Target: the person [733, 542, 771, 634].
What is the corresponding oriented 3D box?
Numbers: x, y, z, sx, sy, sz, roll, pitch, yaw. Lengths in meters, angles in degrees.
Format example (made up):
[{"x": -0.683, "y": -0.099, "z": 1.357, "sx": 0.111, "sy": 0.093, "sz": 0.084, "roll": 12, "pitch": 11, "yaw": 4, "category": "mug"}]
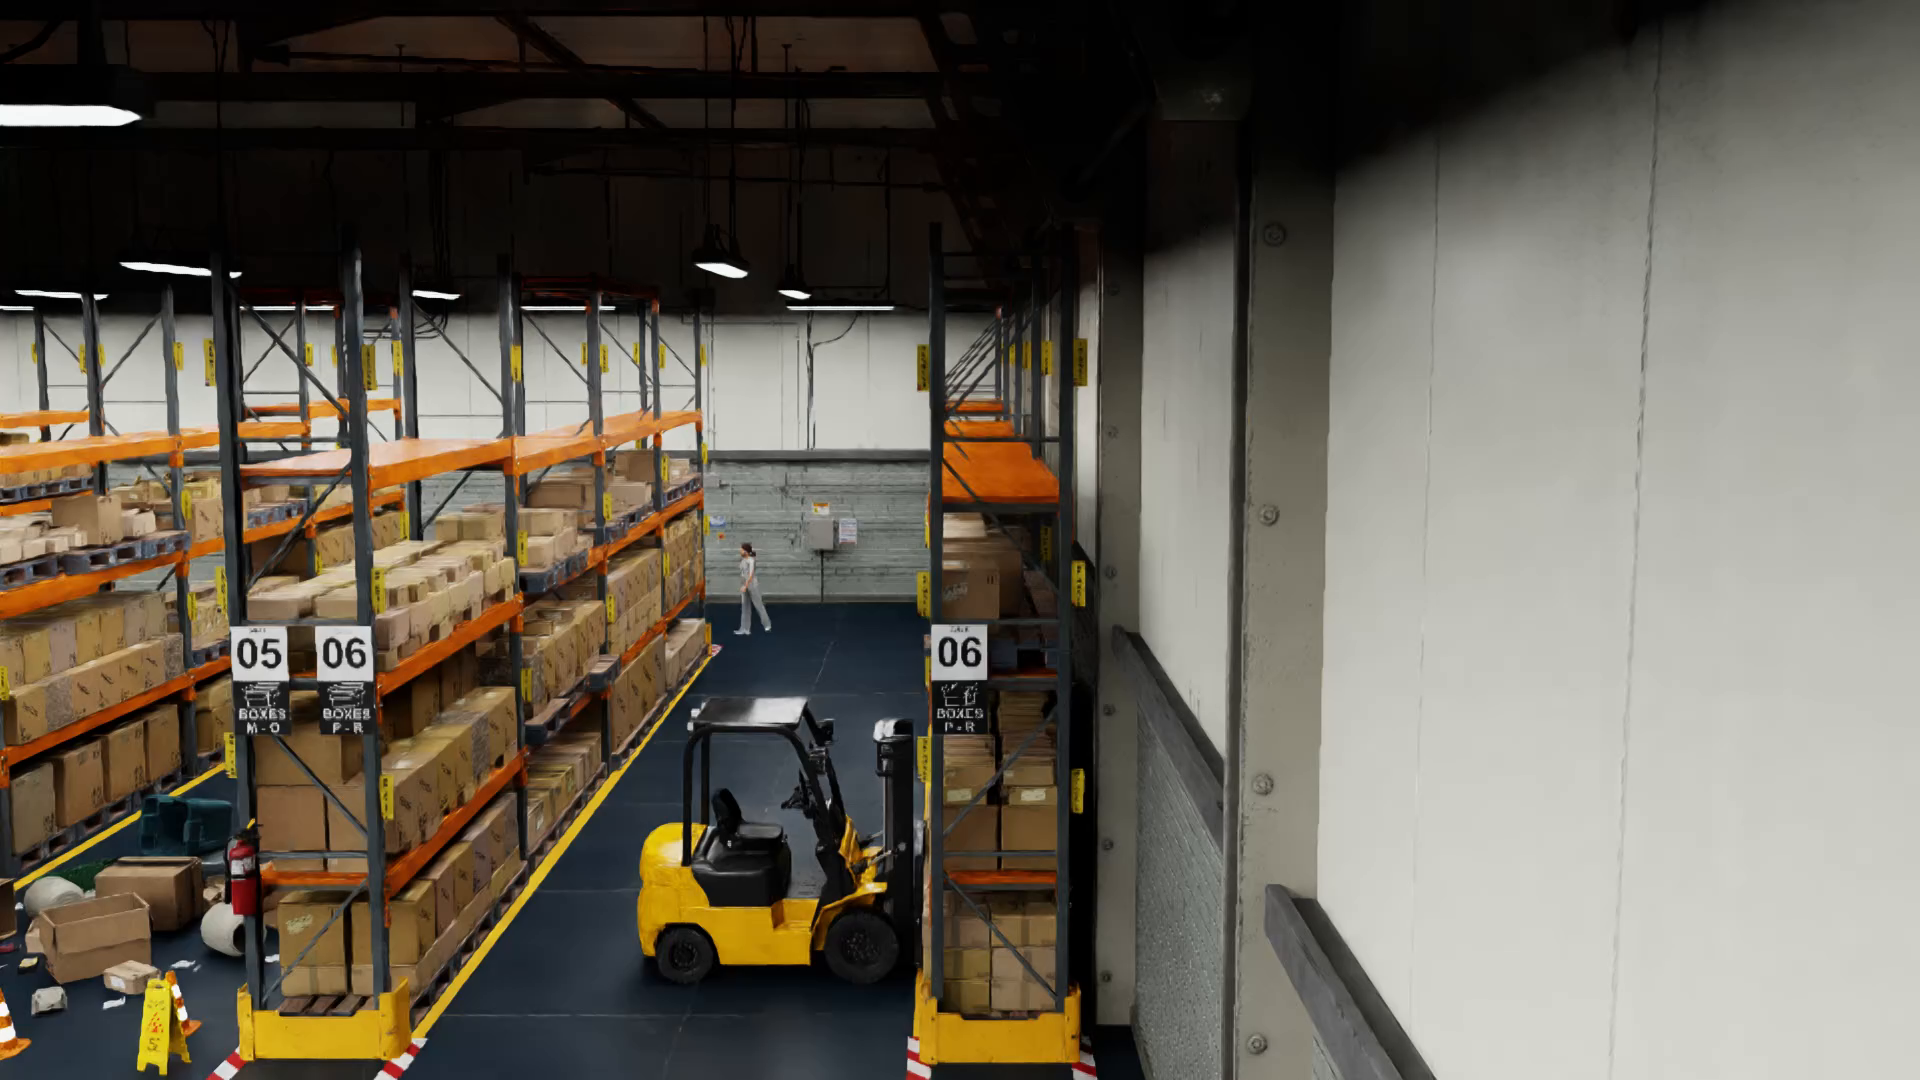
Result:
[{"x": -3.733, "y": 0.858, "z": 29.913, "sx": 0.700, "sy": 1.665, "sz": 0.473, "roll": -4, "pitch": 8, "yaw": -31, "category": "person"}]
